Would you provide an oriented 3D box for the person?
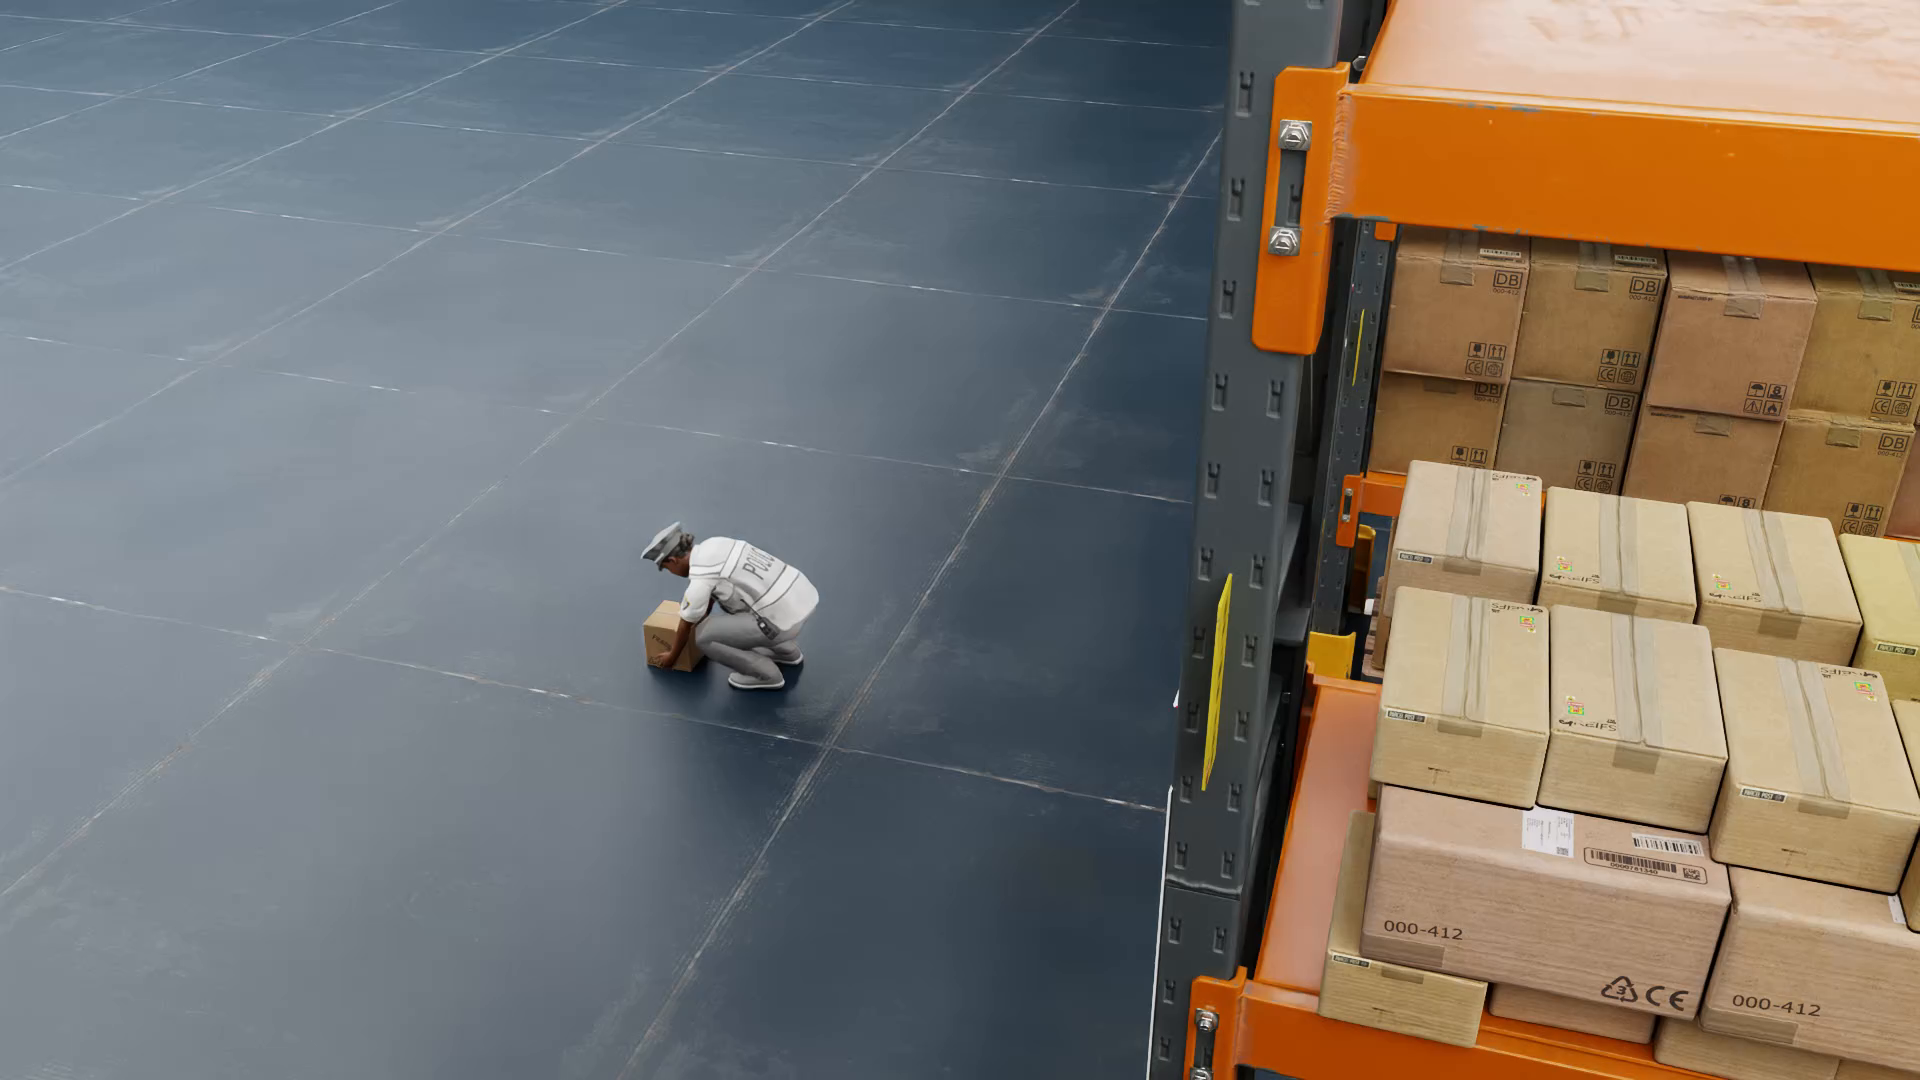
[{"bbox_3d":[-1.063,-0.051,8.209,0.531,1.681,0.416,8,30,14],"label":"person"}]
